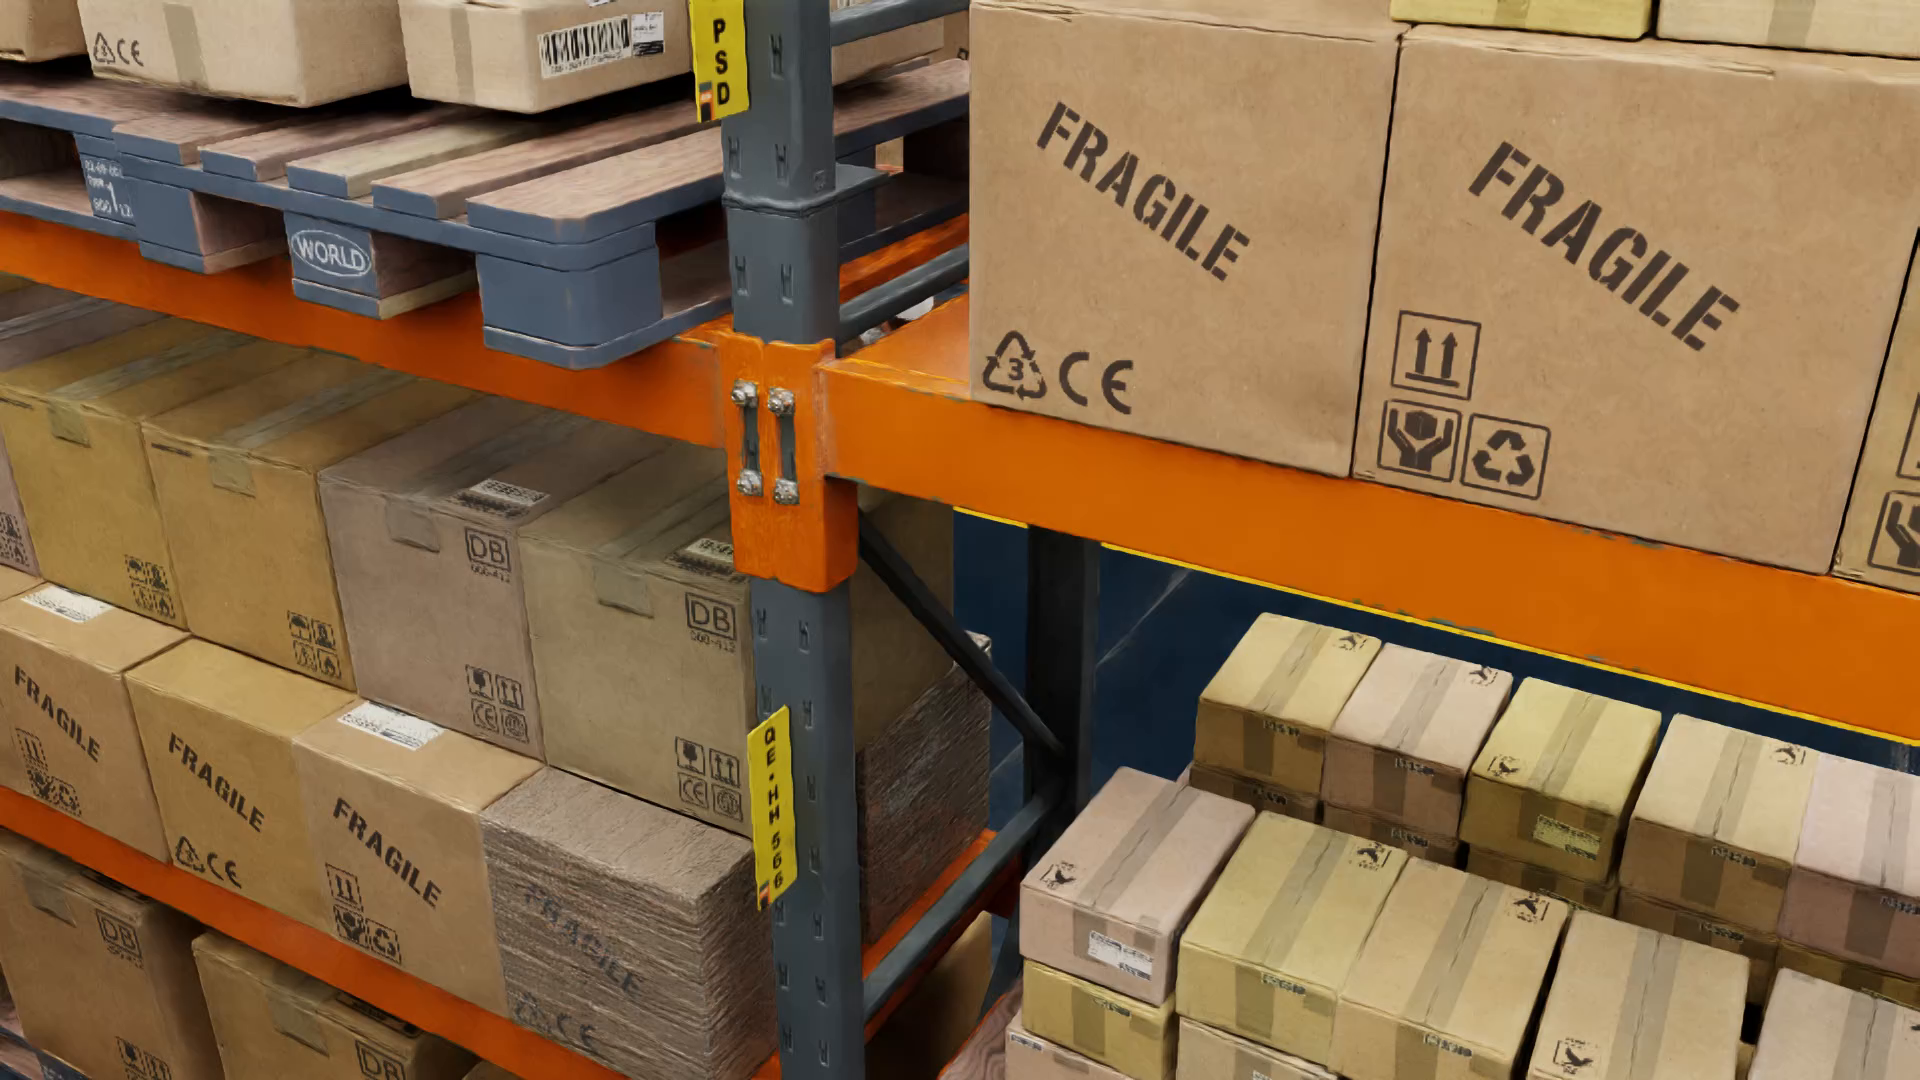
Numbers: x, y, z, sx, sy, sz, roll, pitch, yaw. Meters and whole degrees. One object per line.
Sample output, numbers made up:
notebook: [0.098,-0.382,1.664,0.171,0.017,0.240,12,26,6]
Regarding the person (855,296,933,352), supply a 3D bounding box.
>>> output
person: [-0.301,-0.267,6.669,0.658,1.740,0.585,-12,29,-23]
